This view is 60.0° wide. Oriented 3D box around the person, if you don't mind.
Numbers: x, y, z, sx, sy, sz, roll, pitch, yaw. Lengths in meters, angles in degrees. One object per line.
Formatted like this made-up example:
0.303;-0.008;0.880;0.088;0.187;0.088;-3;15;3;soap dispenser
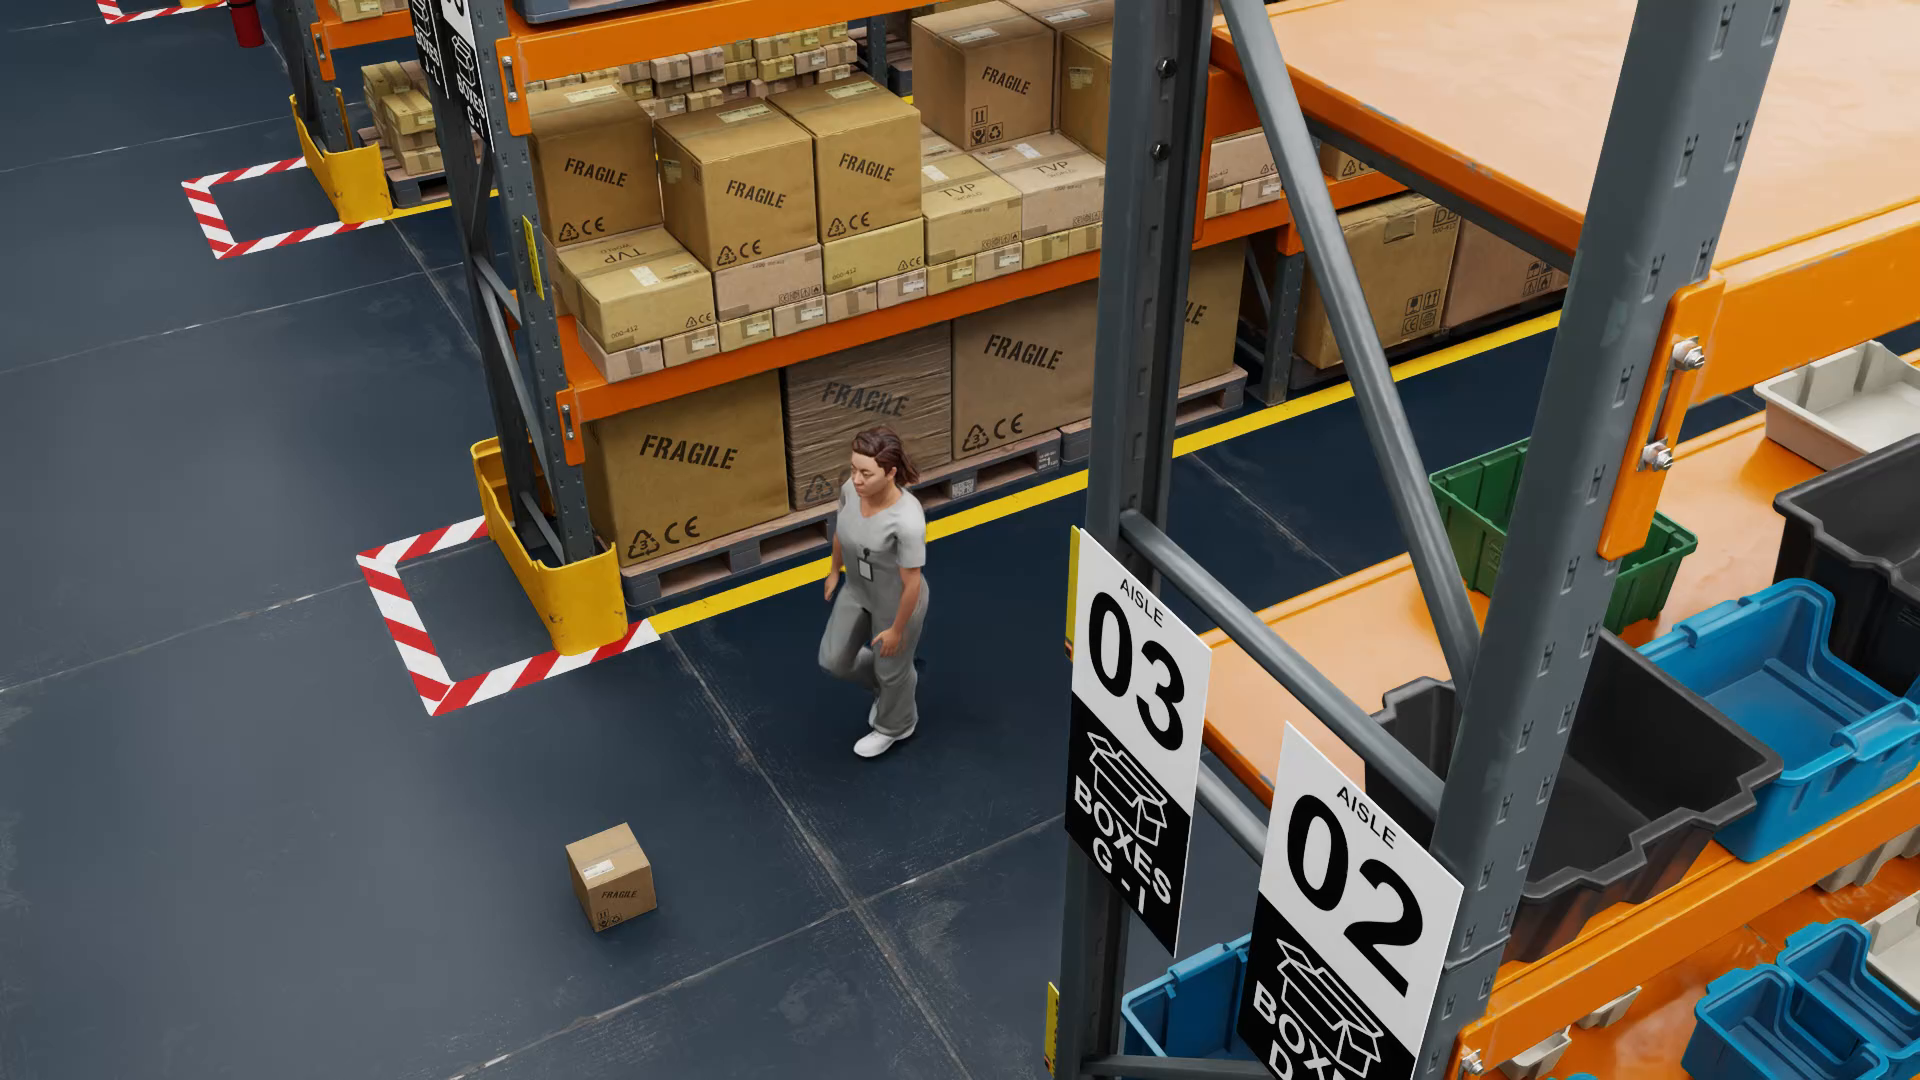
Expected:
-0.303;0.223;6.607;0.480;1.659;0.547;-30;46;-34;person
